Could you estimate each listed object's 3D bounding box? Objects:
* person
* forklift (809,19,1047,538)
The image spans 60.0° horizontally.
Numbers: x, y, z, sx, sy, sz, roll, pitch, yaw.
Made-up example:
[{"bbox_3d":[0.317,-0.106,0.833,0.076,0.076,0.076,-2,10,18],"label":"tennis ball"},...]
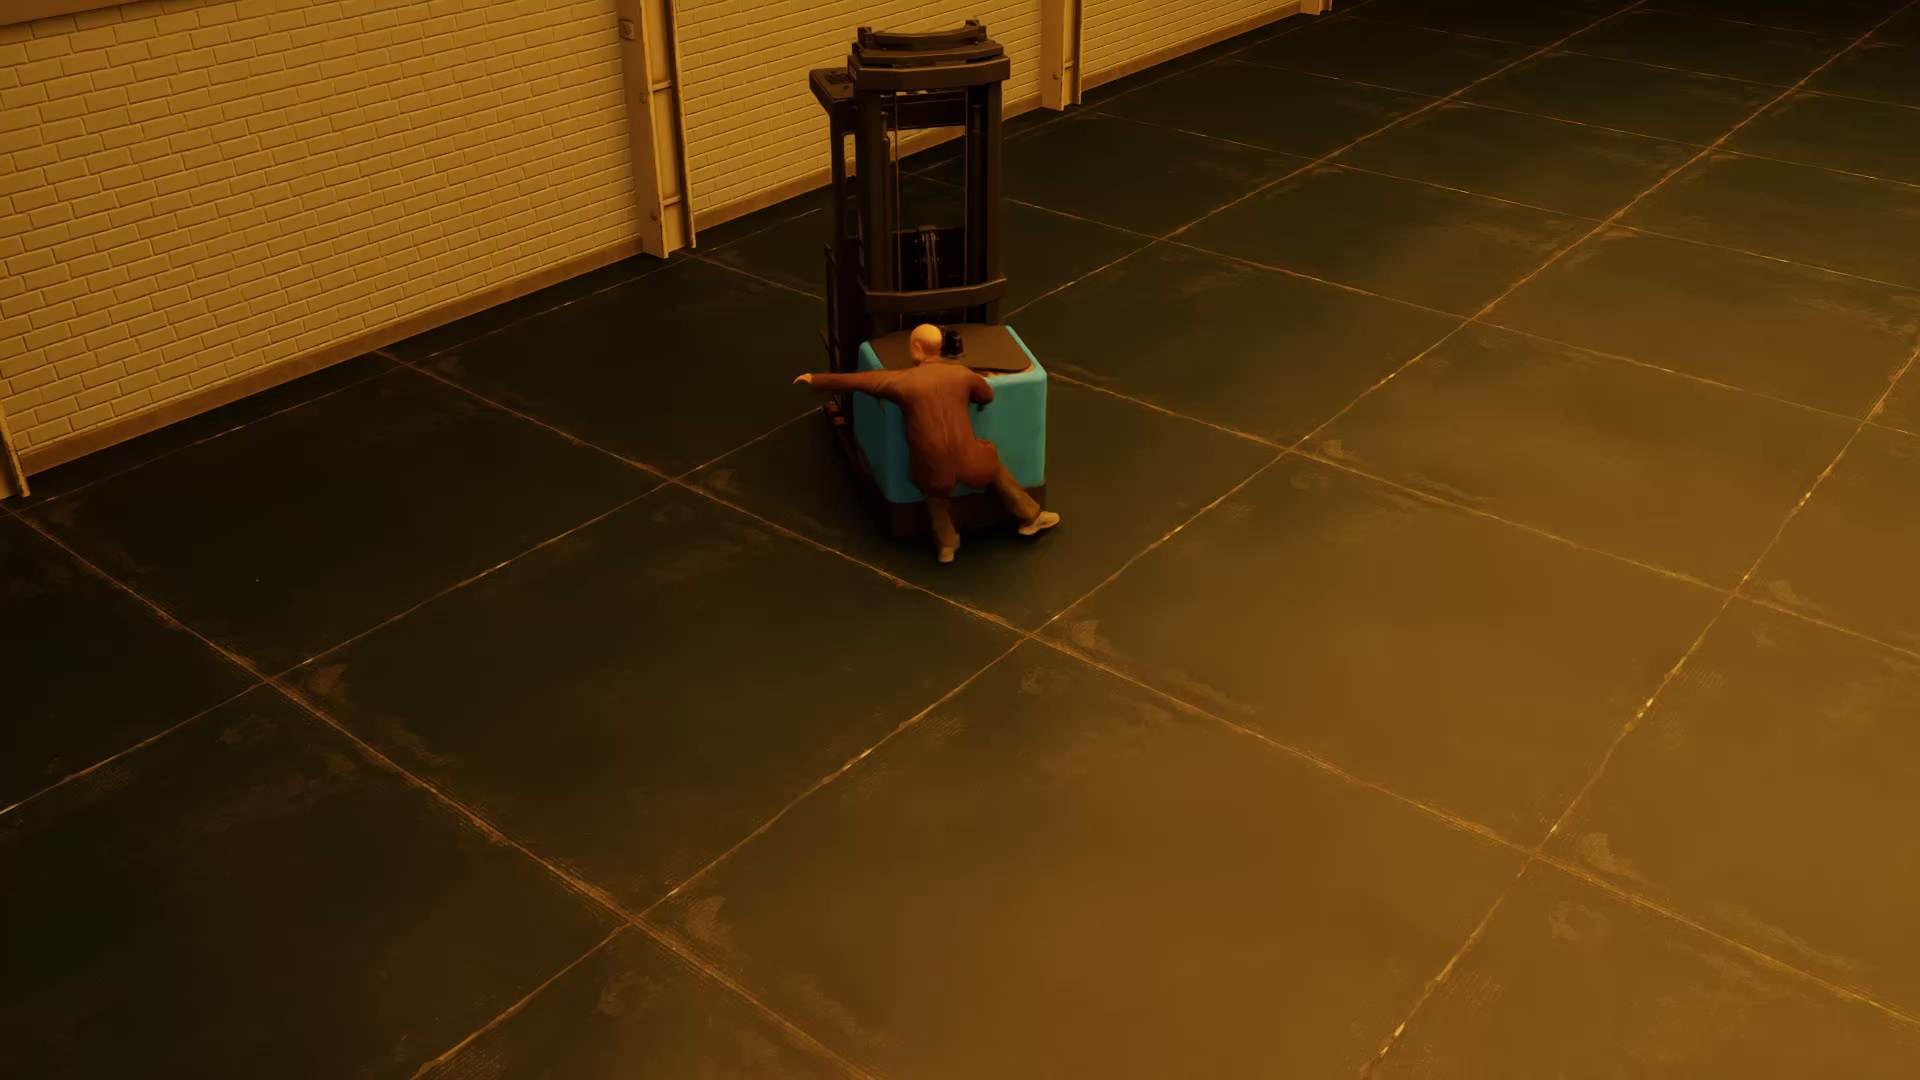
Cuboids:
[{"bbox_3d":[-0.133,-0.604,10.091,1.618,1.465,0.804,-9,31,-15],"label":"person"},{"bbox_3d":[-0.341,-2.010,11.034,1.130,2.935,3.031,-8,31,-14],"label":"forklift"}]
